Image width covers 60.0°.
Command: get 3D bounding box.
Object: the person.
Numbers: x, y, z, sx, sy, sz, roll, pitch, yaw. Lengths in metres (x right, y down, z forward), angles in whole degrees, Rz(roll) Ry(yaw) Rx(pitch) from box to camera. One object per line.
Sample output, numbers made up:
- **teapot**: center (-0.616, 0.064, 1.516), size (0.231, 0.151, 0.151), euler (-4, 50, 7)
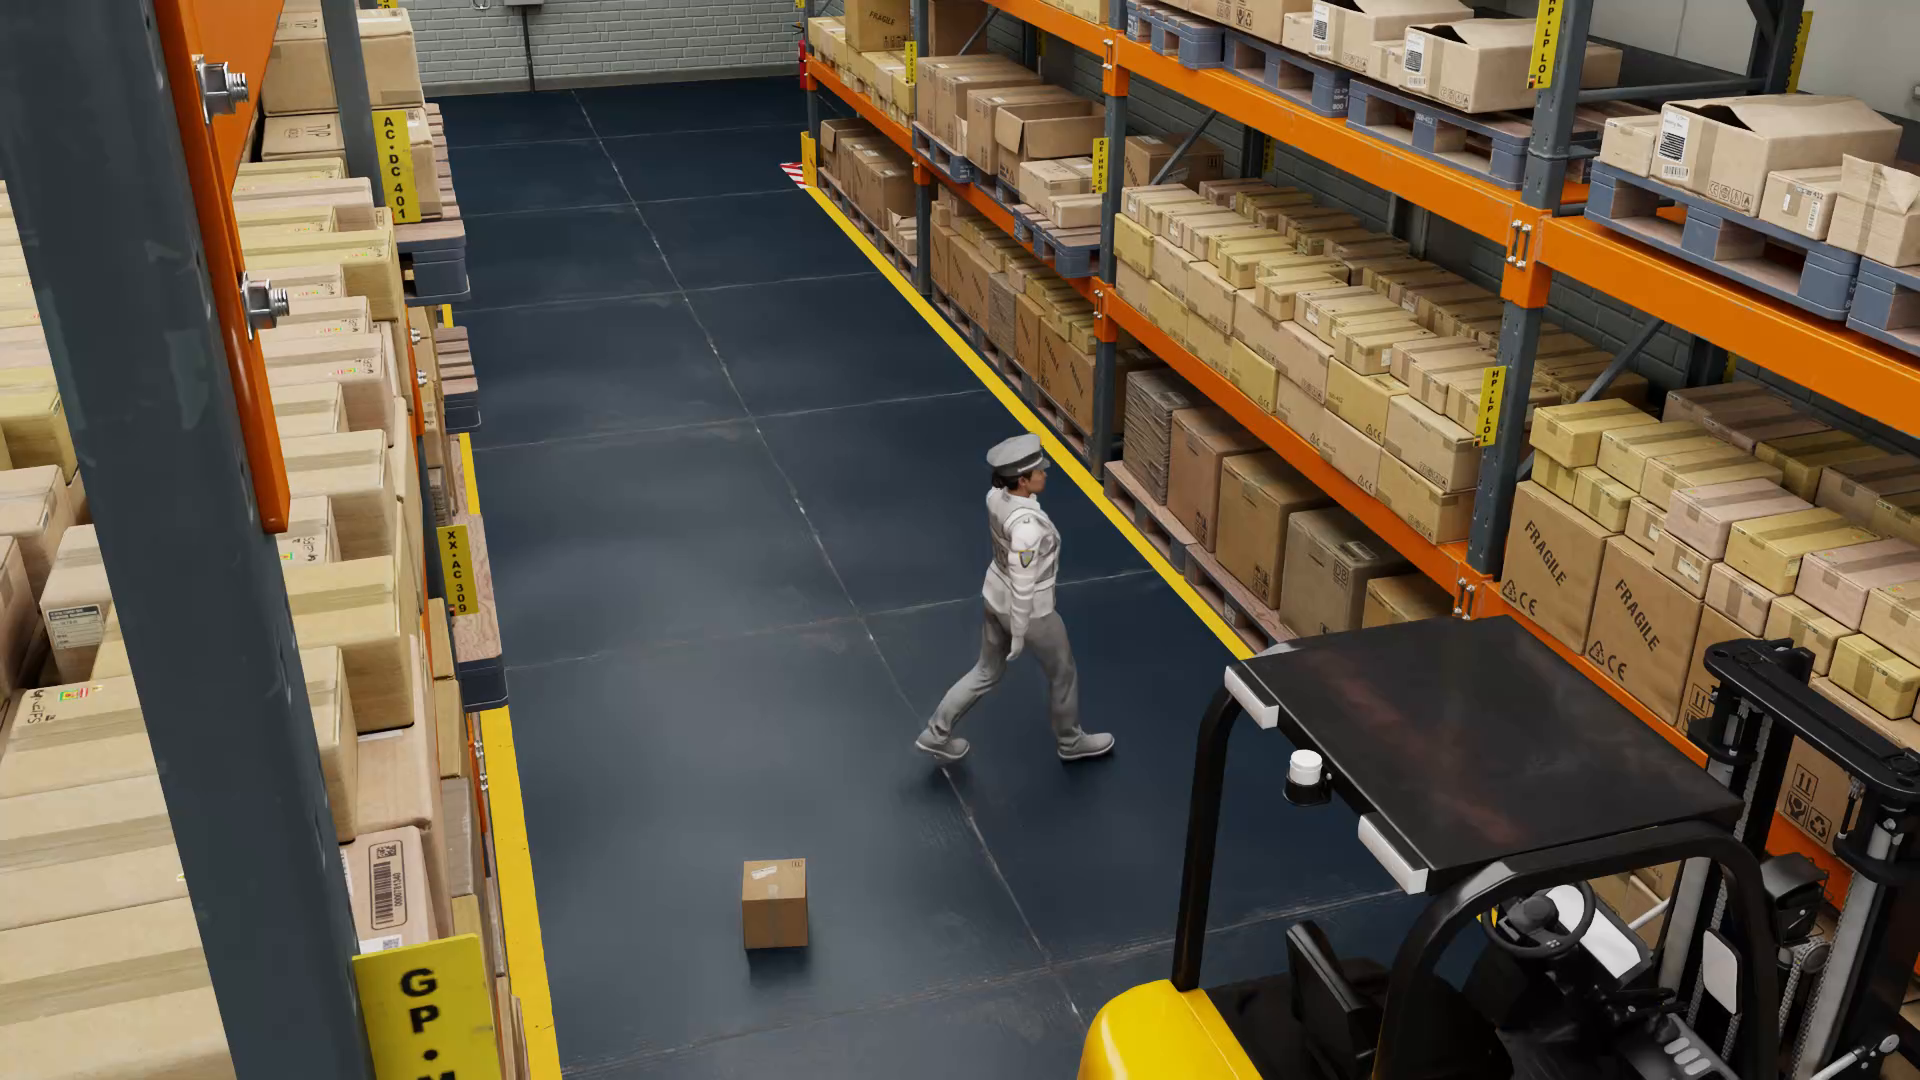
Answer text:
- **person**: center (0.258, 0.288, 7.496), size (0.947, 1.644, 0.482), euler (-11, 29, -22)
